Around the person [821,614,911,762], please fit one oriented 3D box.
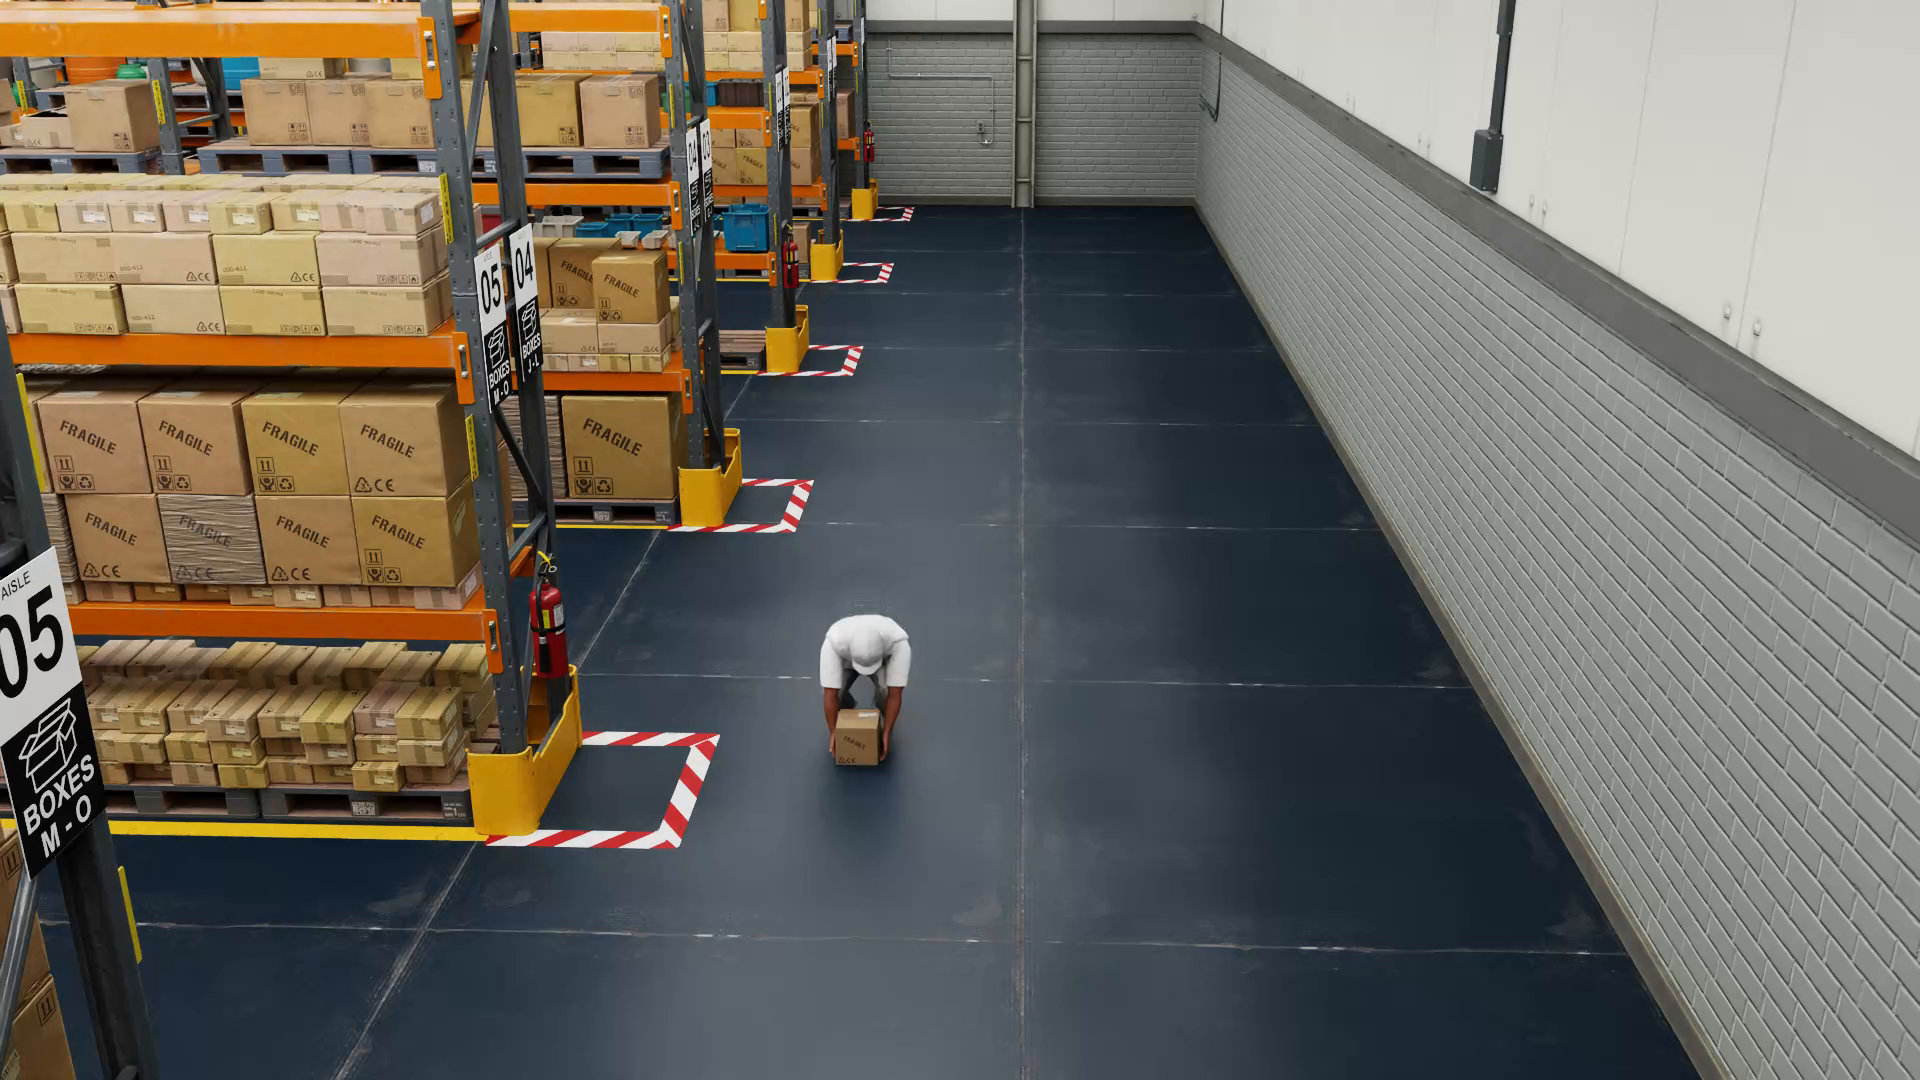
[{"bbox_3d":[-0.572,0.810,10.235,0.558,0.894,0.900,1,21,2],"label":"person"}]
